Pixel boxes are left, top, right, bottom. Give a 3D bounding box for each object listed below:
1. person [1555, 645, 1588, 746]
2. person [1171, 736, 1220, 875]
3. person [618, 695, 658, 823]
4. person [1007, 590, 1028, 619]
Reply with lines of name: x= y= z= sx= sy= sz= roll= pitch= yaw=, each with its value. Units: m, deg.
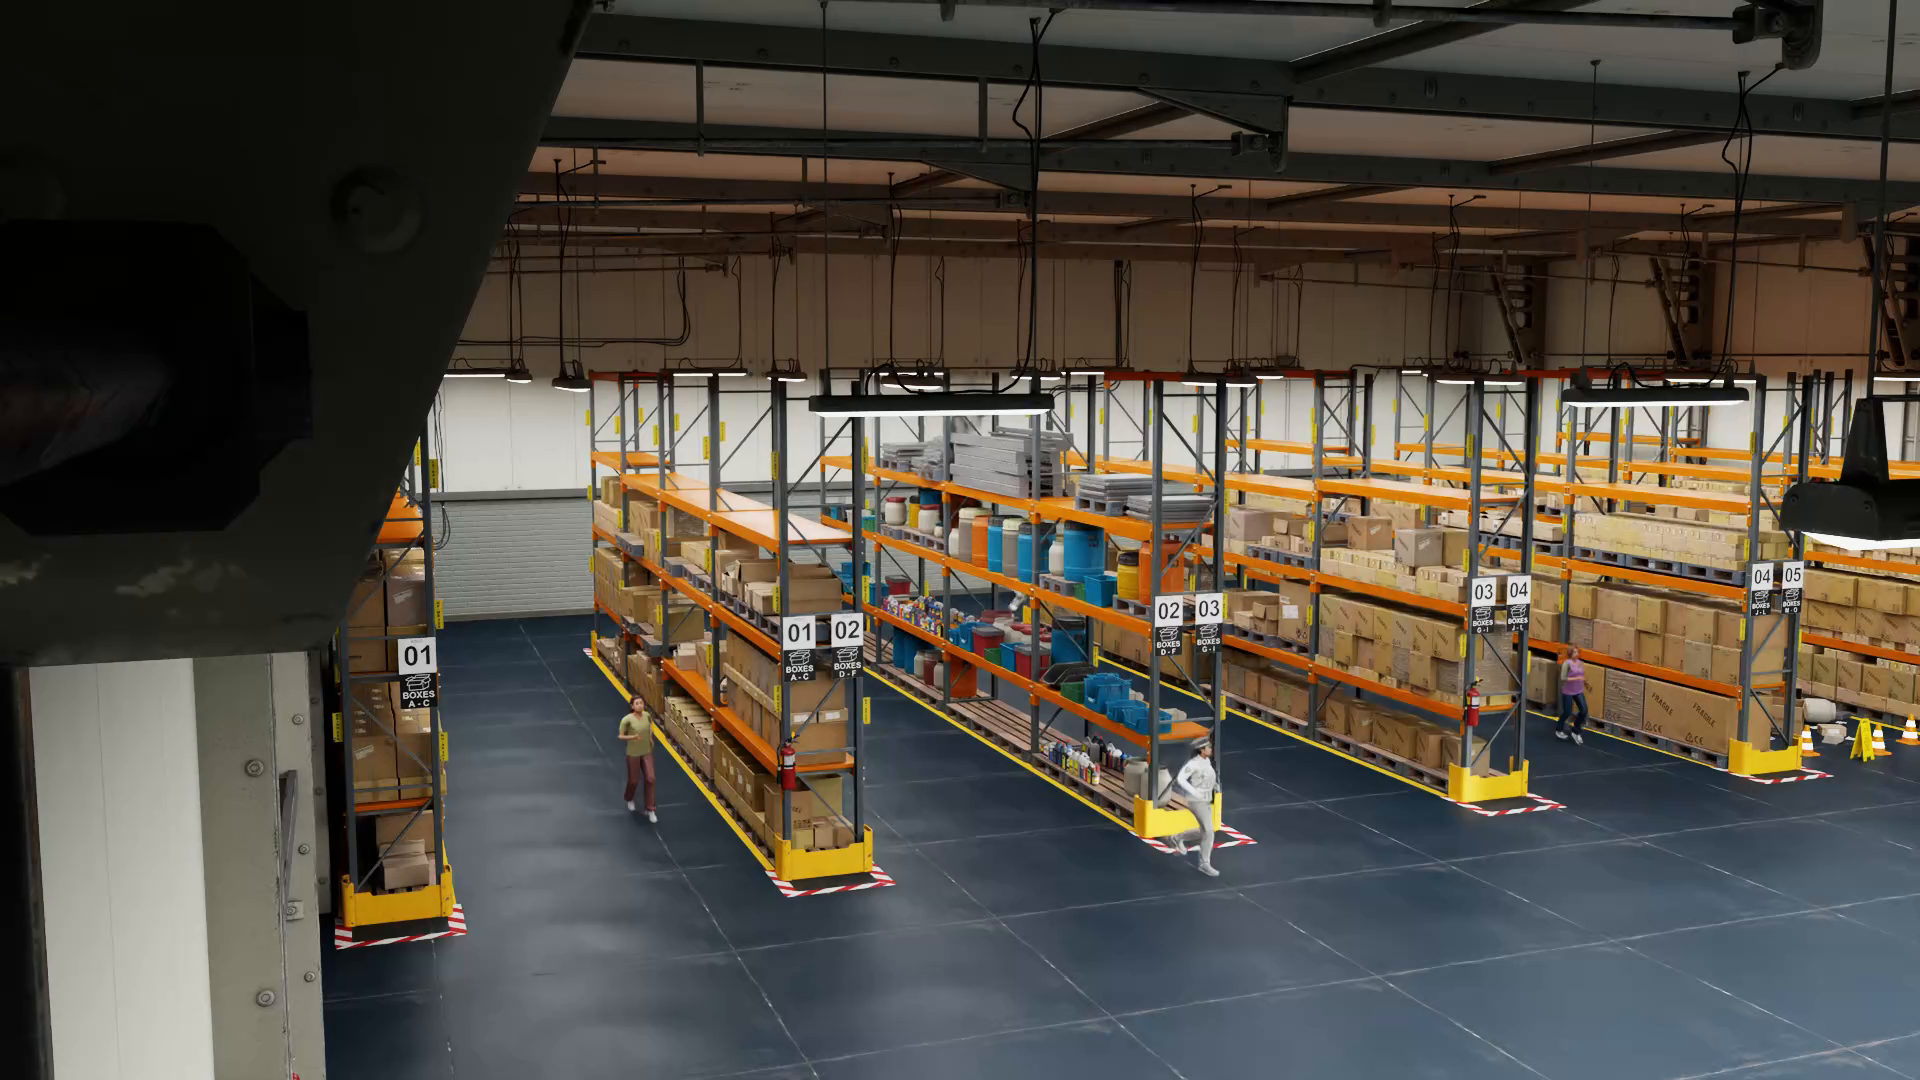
person: x=9.973 y=2.520 z=27.069 sx=0.518 sy=1.630 sz=0.665 roll=-2 pitch=7 yaw=-19
person: x=2.971 y=3.244 z=20.612 sx=0.760 sy=1.659 sz=0.646 roll=4 pitch=8 yaw=33
person: x=-4.387 y=2.944 z=22.702 sx=0.569 sy=1.686 sz=0.884 roll=-4 pitch=7 yaw=-31
person: x=1.426 y=1.033 z=39.700 sx=0.606 sy=1.735 sz=0.643 roll=-1 pitch=7 yaw=-12
